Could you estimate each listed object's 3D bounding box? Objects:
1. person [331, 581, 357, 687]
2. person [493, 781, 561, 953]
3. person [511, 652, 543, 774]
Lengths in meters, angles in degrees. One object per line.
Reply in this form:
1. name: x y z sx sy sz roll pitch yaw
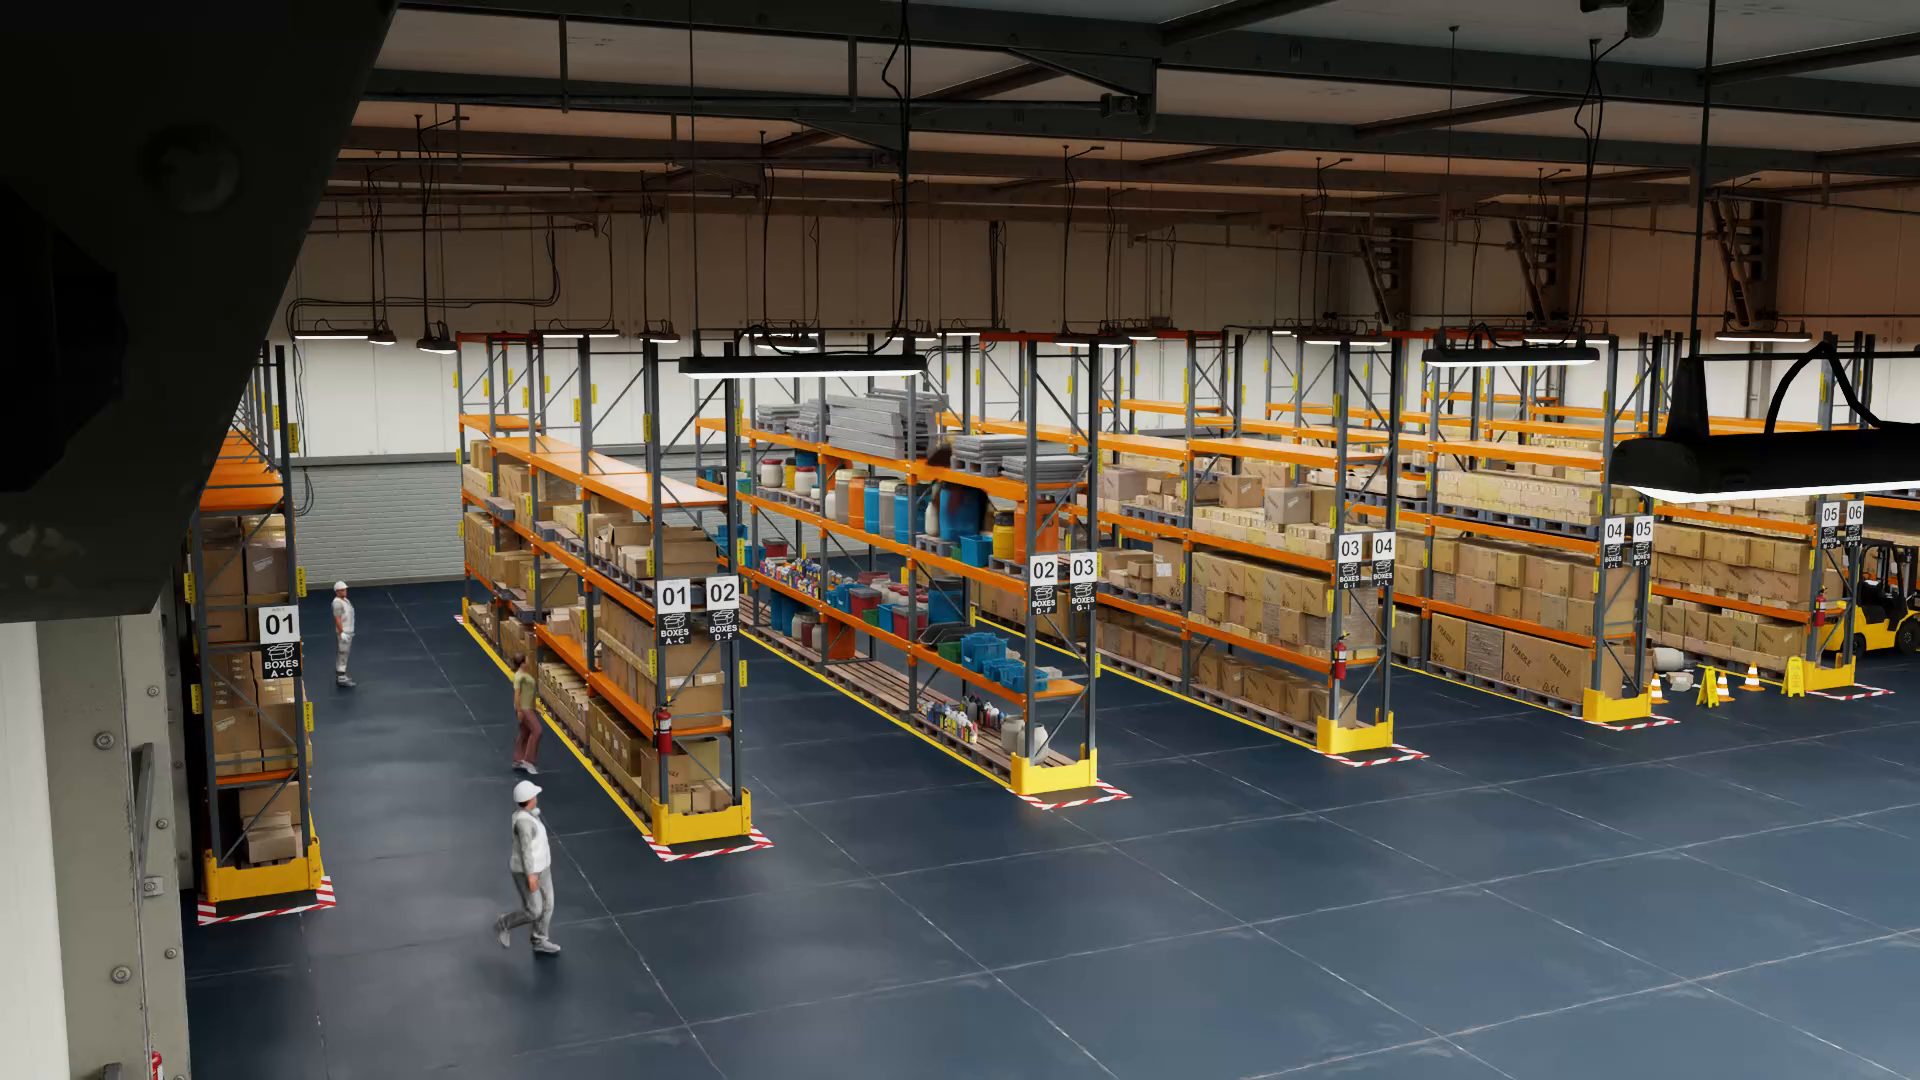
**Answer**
1. person: -10.571 1.607 28.537 0.367 1.807 0.590 -2 8 -16
2. person: -4.307 3.241 16.488 0.622 1.755 0.528 2 8 14
3. person: -6.032 2.408 23.212 0.504 1.710 0.494 1 8 11
